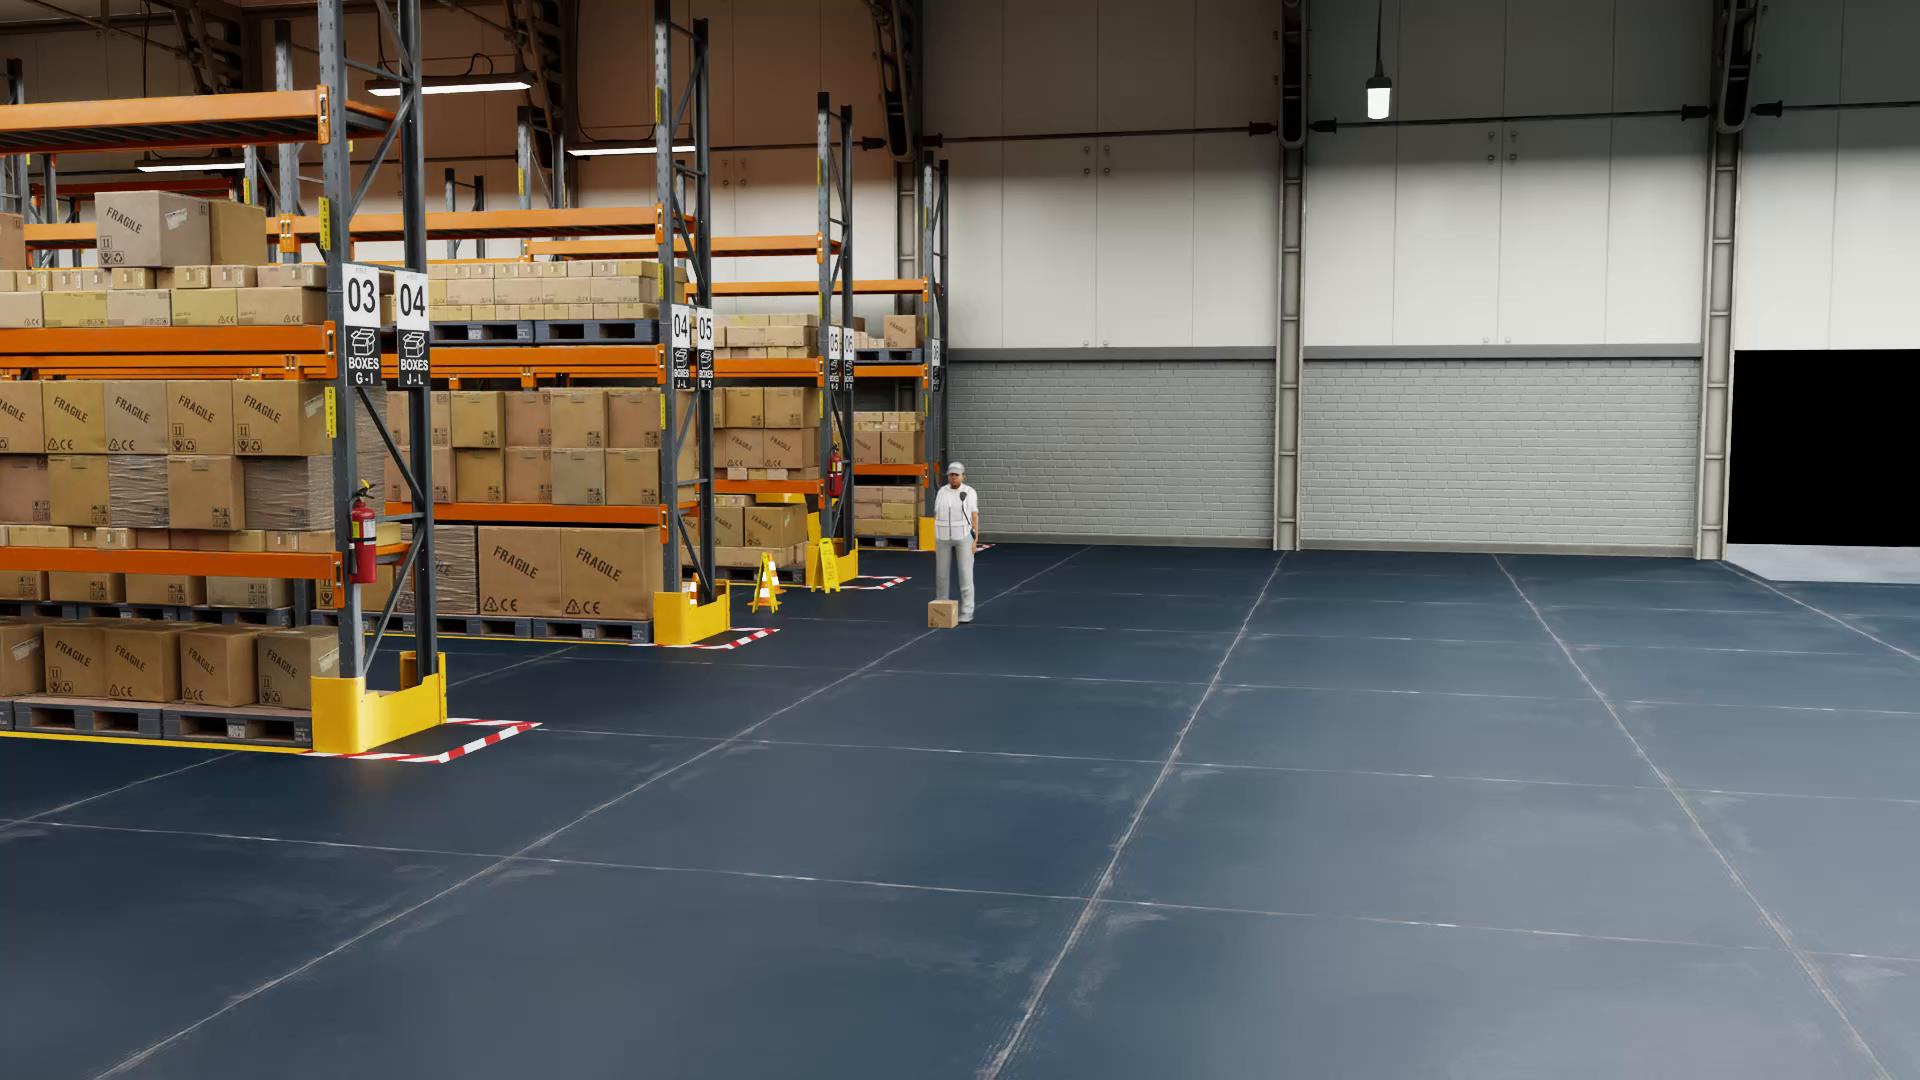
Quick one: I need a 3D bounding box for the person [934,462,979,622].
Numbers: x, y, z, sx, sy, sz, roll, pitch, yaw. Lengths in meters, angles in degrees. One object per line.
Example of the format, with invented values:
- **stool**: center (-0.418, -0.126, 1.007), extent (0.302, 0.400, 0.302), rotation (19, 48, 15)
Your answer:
- **person**: center (-0.047, 0.029, 17.370), extent (0.474, 1.688, 0.413), rotation (1, 5, 16)
